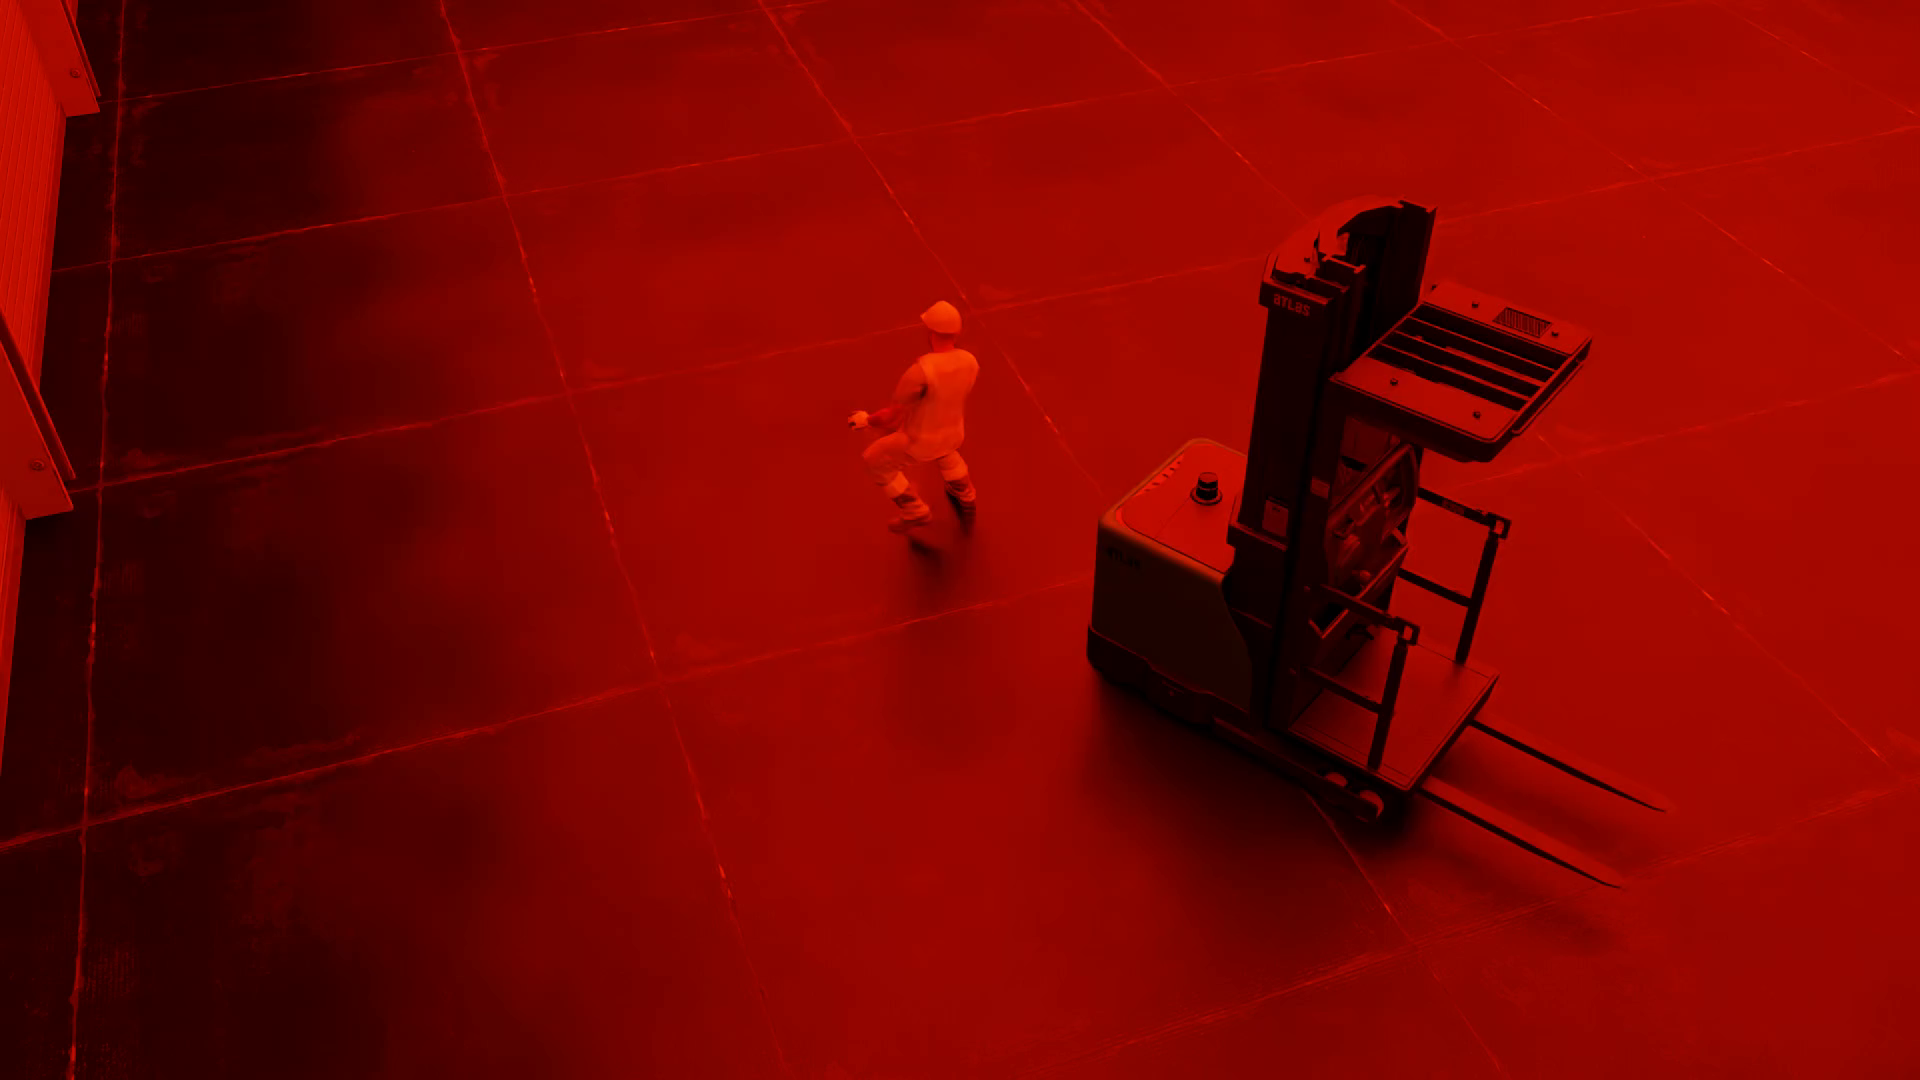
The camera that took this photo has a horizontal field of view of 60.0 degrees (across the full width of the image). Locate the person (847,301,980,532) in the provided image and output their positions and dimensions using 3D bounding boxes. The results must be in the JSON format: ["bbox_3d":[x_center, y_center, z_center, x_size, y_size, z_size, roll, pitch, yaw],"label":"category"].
[{"bbox_3d":[-0.226,-0.715,9.872,0.907,1.624,0.632,-28,48,-29],"label":"person"}]

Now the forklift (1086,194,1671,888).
[{"bbox_3d":[2.181,-0.064,8.073,3.031,2.935,1.130,27,47,29],"label":"forklift"}]
